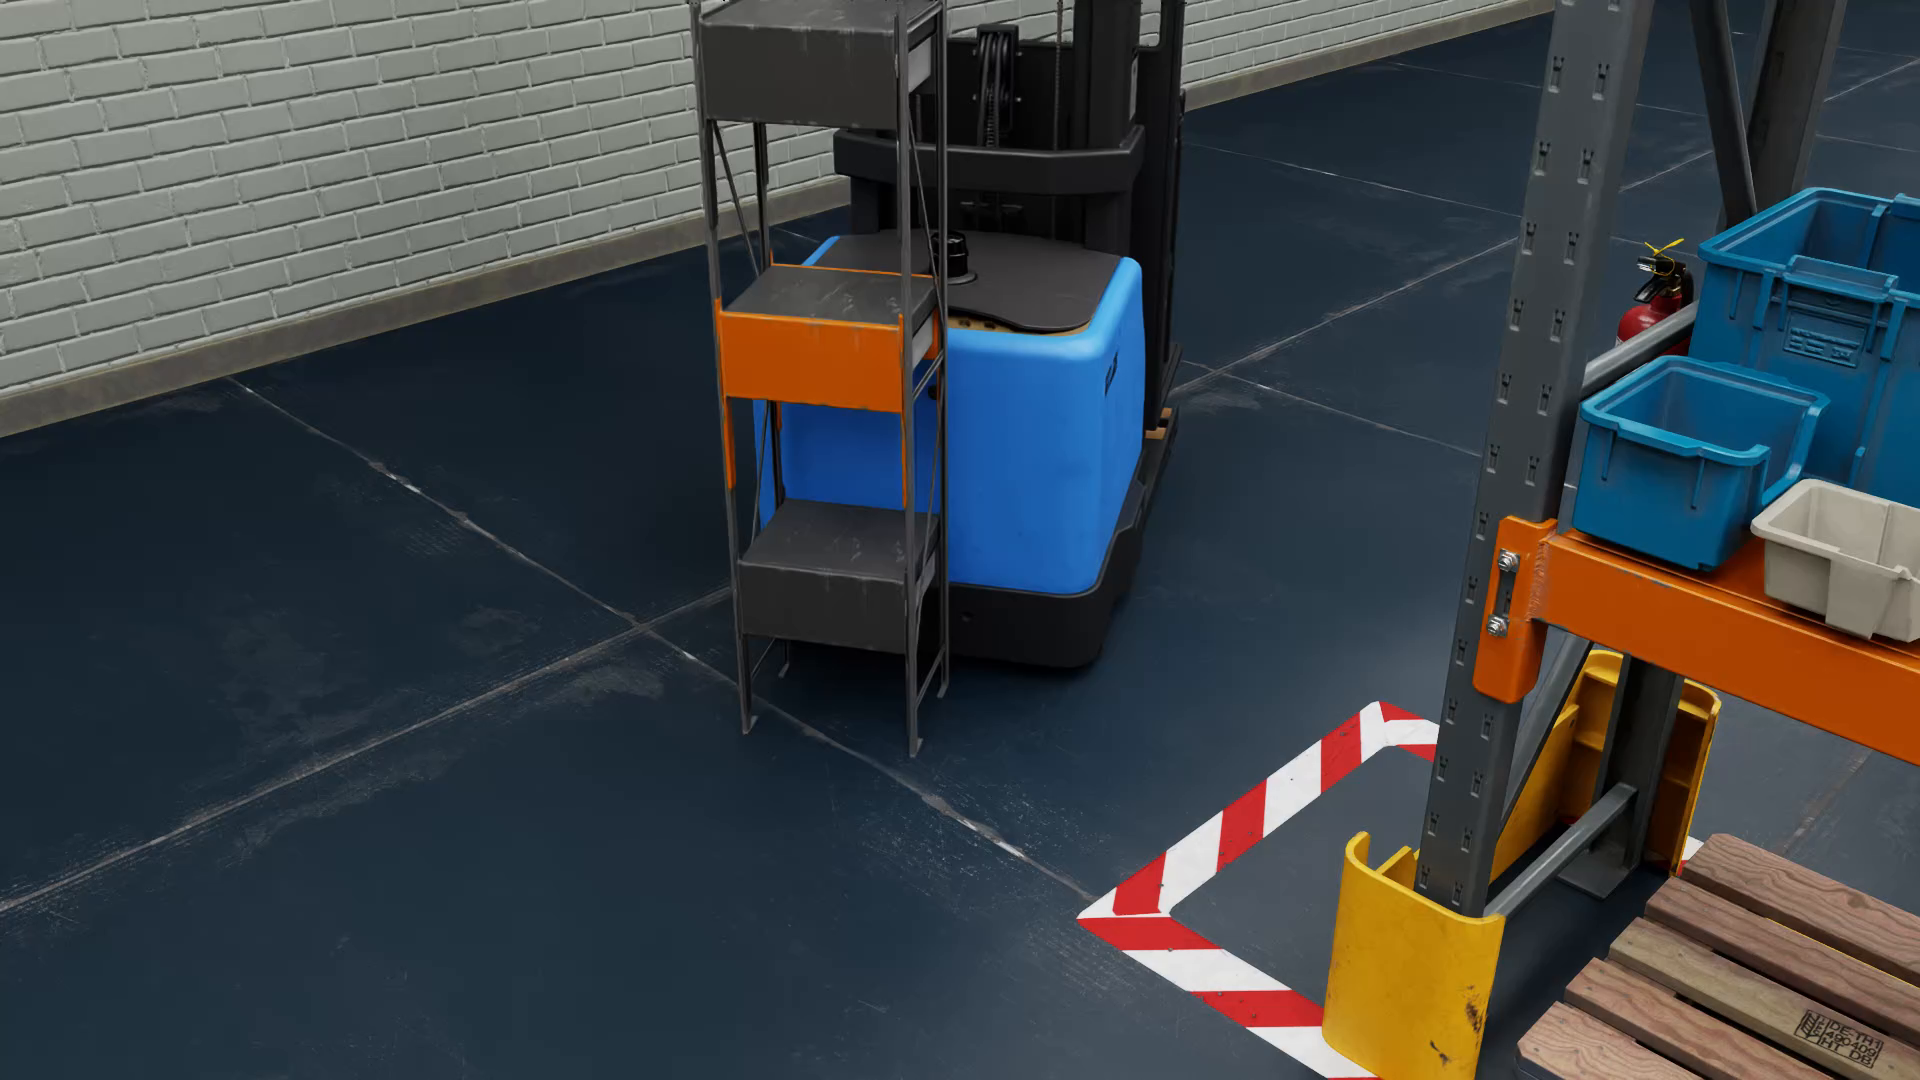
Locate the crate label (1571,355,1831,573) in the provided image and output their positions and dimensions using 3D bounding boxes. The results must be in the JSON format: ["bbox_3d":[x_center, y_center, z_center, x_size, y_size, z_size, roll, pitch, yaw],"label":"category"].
[{"bbox_3d":[1.276,-0.132,2.894,0.303,0.233,0.416,25,36,38],"label":"crate label"}]

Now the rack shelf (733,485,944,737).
[{"bbox_3d":[-0.323,0.192,4.663,0.480,0.518,0.431,6,28,12],"label":"rack shelf"}]

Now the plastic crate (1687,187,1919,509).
[{"bbox_3d":[1.701,-0.364,3.118,0.499,0.435,0.616,25,36,38],"label":"plastic crate"}]

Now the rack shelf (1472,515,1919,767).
[{"bbox_3d":[2.757,0.602,2.156,4.000,0.370,1.077,25,36,38],"label":"rack shelf"}]

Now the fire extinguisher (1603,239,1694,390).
[{"bbox_3d":[1.542,-0.370,3.715,0.183,0.674,0.296,25,36,38],"label":"fire extinguisher"}]

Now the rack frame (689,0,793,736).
[{"bbox_3d":[-0.560,-0.466,4.381,0.015,2.100,0.400,6,28,12],"label":"rack frame"}]

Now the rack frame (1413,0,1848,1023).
[{"bbox_3d":[1.331,-0.369,3.230,0.127,3.000,1.000,25,36,38],"label":"rack frame"}]

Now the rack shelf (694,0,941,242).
[{"bbox_3d":[-0.323,-1.047,4.011,0.480,0.518,0.431,6,28,12],"label":"rack shelf"}]

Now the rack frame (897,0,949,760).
[{"bbox_3d":[-0.086,-0.414,4.280,0.015,2.100,0.400,6,28,12],"label":"rack frame"}]

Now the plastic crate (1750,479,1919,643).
[{"bbox_3d":[1.447,0.043,2.665,0.298,0.136,0.250,25,36,38],"label":"plastic crate"}]

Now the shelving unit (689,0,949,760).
[{"bbox_3d":[-0.323,-0.440,4.330,0.503,2.100,0.431,6,28,12],"label":"shelving unit"}]

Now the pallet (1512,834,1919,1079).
[{"bbox_3d":[1.892,1.147,3.342,1.213,0.211,1.003,25,36,38],"label":"pallet"}]

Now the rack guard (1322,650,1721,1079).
[{"bbox_3d":[1.305,0.733,3.818,0.348,0.500,1.175,25,36,38],"label":"rack guard"}]

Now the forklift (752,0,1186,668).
[{"bbox_3d":[0.226,-1.589,5.623,1.130,2.935,3.031,6,28,12],"label":"forklift"}]

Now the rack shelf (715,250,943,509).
[{"bbox_3d":[-0.323,-0.428,4.337,0.480,0.518,0.431,6,28,12],"label":"rack shelf"}]
